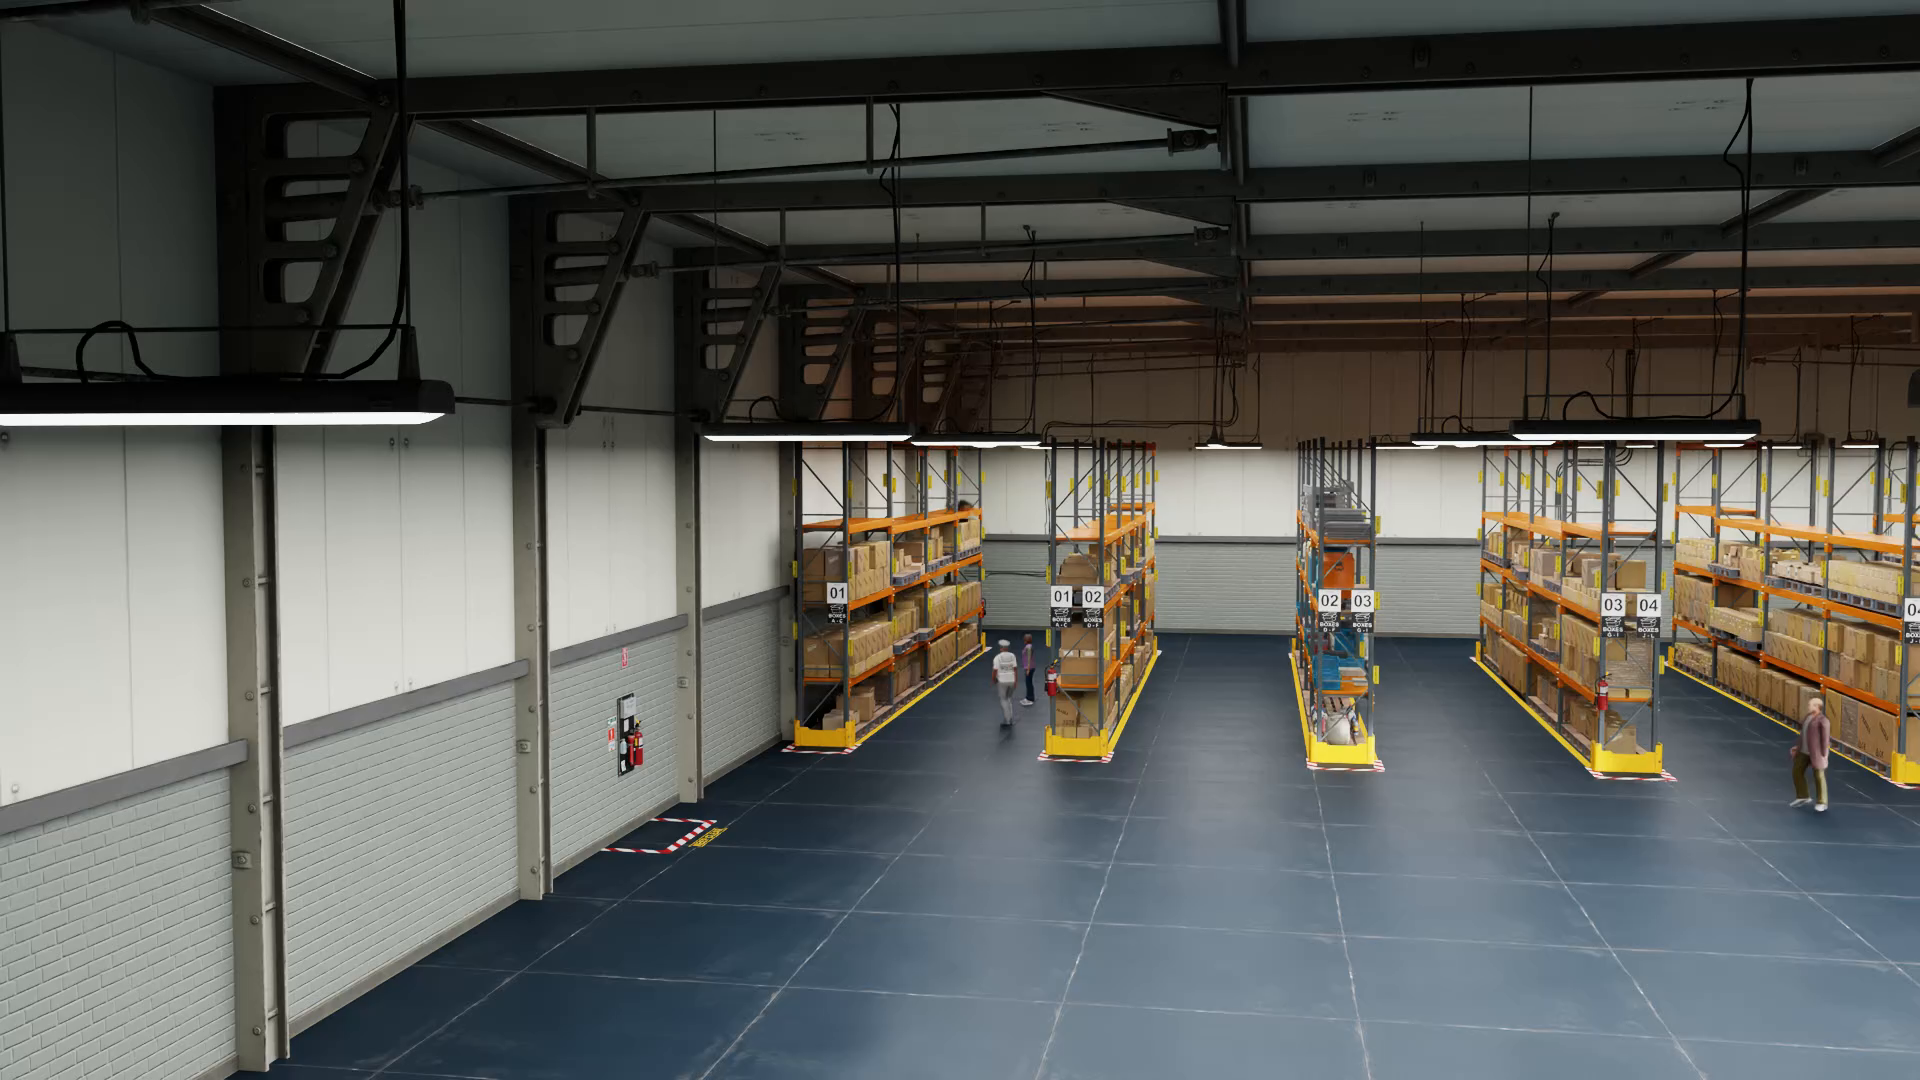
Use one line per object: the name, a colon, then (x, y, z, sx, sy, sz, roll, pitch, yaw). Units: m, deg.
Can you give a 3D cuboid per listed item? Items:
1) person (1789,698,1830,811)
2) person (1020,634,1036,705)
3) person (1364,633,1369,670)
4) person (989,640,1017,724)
person: (13.594, 3.416, 26.603, 0.447, 1.808, 0.693, -1, 3, -19)
person: (1.546, 2.923, 37.699, 0.374, 1.603, 0.487, 0, 3, 5)
person: (10.534, 2.519, 43.752, 0.559, 1.793, 0.433, 1, 3, 17)
person: (0.935, 3.021, 34.914, 0.592, 1.854, 0.496, -2, 4, -37)
